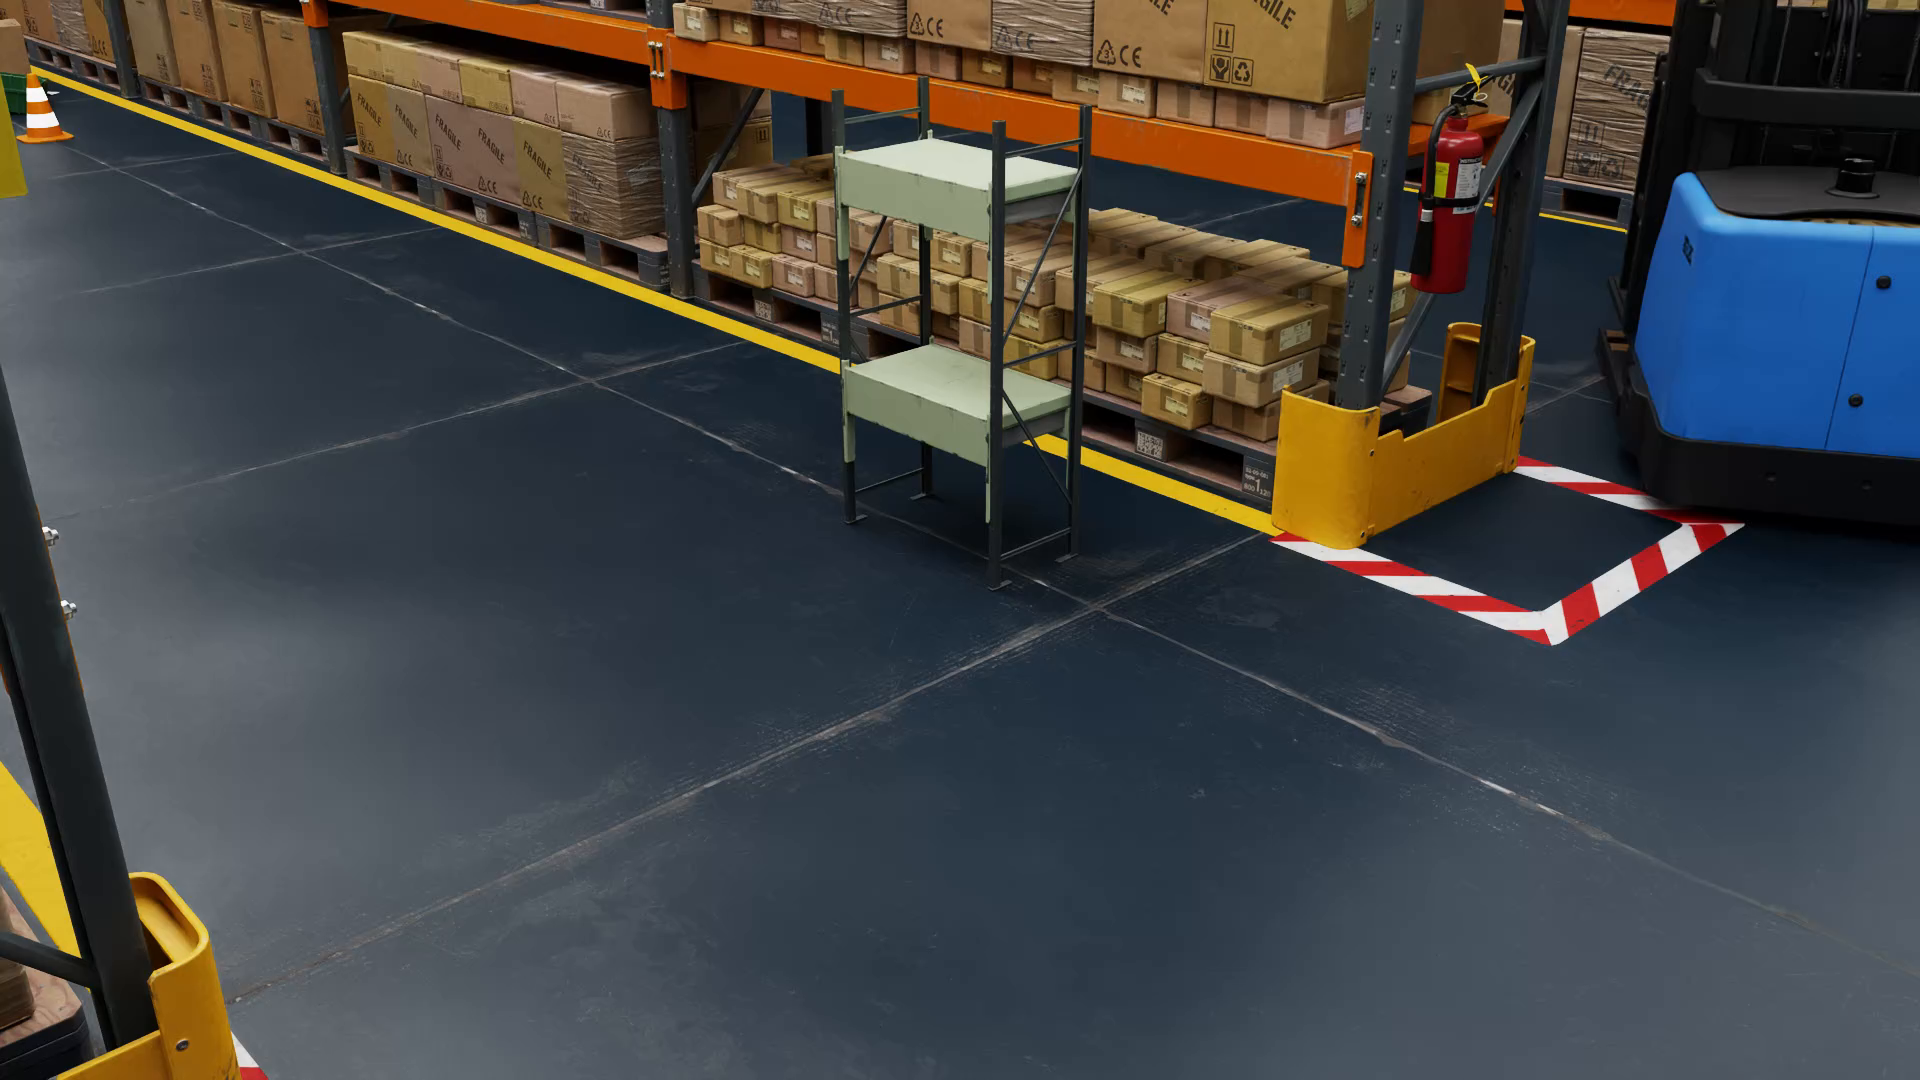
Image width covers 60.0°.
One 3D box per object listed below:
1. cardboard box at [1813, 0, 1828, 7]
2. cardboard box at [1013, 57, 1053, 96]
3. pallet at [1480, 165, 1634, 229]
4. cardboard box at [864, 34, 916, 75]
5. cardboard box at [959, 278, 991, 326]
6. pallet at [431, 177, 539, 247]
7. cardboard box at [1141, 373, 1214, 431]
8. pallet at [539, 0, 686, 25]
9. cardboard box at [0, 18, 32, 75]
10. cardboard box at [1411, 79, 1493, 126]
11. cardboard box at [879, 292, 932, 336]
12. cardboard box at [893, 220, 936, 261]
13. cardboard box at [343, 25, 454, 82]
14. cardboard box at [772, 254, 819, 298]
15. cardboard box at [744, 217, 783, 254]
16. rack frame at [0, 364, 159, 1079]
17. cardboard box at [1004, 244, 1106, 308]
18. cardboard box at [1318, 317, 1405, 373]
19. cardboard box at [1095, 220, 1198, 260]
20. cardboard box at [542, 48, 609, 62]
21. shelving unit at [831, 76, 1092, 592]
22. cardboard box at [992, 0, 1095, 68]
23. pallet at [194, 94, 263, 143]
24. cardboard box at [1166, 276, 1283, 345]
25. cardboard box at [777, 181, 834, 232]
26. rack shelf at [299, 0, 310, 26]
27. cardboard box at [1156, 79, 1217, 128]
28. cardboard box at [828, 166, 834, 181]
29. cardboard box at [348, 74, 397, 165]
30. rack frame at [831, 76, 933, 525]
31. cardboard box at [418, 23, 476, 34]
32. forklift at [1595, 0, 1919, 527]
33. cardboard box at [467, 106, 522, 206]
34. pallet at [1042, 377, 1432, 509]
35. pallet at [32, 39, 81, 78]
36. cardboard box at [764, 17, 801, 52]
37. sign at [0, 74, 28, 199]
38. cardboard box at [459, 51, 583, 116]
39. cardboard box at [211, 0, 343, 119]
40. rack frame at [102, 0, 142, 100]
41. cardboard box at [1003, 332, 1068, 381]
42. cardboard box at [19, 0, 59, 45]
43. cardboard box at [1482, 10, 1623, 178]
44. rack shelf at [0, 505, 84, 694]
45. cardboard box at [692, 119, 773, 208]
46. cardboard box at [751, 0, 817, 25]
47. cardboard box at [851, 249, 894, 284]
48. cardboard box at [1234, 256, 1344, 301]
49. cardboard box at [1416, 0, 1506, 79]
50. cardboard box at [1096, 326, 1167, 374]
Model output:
[{"bbox_3d":[4.695,-2.869,8.727,0.380,0.149,0.250,-21,32,-38],"label":"cardboard box"},{"bbox_3d":[0.422,-1.834,6.458,0.250,0.149,0.380,22,33,40],"label":"cardboard box"},{"bbox_3d":[3.924,-2.211,10.343,1.003,0.211,1.213,-21,32,-38],"label":"pallet"},{"bbox_3d":[-0.176,-2.048,6.927,0.380,0.149,0.250,-20,31,-36],"label":"cardboard box"},{"bbox_3d":[0.217,-1.015,6.932,0.380,0.149,0.250,-19,31,-36],"label":"cardboard box"},{"bbox_3d":[-2.438,-2.062,10.017,1.003,0.211,1.213,-21,32,-38],"label":"pallet"},{"bbox_3d":[0.906,-0.558,6.287,0.380,0.149,0.250,-20,31,-37],"label":"cardboard box"},{"bbox_3d":[-1.483,-2.911,8.749,1.003,0.211,1.213,-21,32,-38],"label":"pallet"},{"bbox_3d":[-8.344,-4.193,14.335,0.500,0.500,0.500,-15,29,-30],"label":"cardboard box"},{"bbox_3d":[1.685,-1.591,5.926,0.380,0.149,0.250,-22,32,-39],"label":"cardboard box"},{"bbox_3d":[-0.136,-1.037,7.338,0.380,0.149,0.250,-22,33,-40],"label":"cardboard box"},{"bbox_3d":[-0.073,-1.333,7.269,0.250,0.149,0.380,22,33,40],"label":"cardboard box"},{"bbox_3d":[-3.506,-3.055,10.435,0.500,0.250,0.500,22,32,39],"label":"cardboard box"},{"bbox_3d":[-0.662,-1.277,7.865,0.380,0.149,0.250,-21,32,-39],"label":"cardboard box"},{"bbox_3d":[-0.814,-1.503,8.002,0.380,0.149,0.250,-21,32,-38],"label":"cardboard box"},{"bbox_3d":[-1.879,-0.078,2.307,0.949,2.616,0.053,-21,32,-38],"label":"rack frame"},{"bbox_3d":[0.366,-1.064,6.681,0.380,0.149,0.250,-20,31,-37],"label":"cardboard box"},{"bbox_3d":[1.497,-0.775,6.405,0.380,0.149,0.250,-20,31,-36],"label":"cardboard box"},{"bbox_3d":[0.790,-1.234,7.054,0.380,0.149,0.250,-20,31,-37],"label":"cardboard box"},{"bbox_3d":[-2.090,-2.736,9.736,0.500,0.250,0.500,-20,31,-37],"label":"cardboard box"},{"bbox_3d":[-0.005,-0.684,5.443,0.431,1.500,0.755,-21,32,-38],"label":"shelving unit"},{"bbox_3d":[0.471,-2.066,6.187,0.500,0.500,0.500,-21,32,-38],"label":"cardboard box"},{"bbox_3d":[-5.114,-3.299,12.727,1.003,0.211,1.213,-21,32,-38],"label":"pallet"},{"bbox_3d":[0.991,-0.860,6.232,0.380,0.149,0.250,-20,32,-37],"label":"cardboard box"},{"bbox_3d":[-0.628,-1.565,7.778,0.380,0.149,0.250,-22,32,-39],"label":"cardboard box"},{"bbox_3d":[-5.167,-4.216,12.245,1.077,0.370,4.000,-21,32,-38],"label":"rack shelf"},{"bbox_3d":[0.913,-1.576,5.893,0.380,0.149,0.250,-22,32,-39],"label":"cardboard box"},{"bbox_3d":[-0.430,-1.790,8.273,0.380,0.149,0.250,-21,32,-38],"label":"cardboard box"},{"bbox_3d":[-3.503,-2.705,10.571,0.500,0.500,0.500,22,33,40],"label":"cardboard box"},{"bbox_3d":[-0.255,-0.795,5.686,0.400,1.500,0.023,-21,32,-38],"label":"rack frame"},{"bbox_3d":[-3.142,-3.200,10.752,0.500,0.250,0.500,-22,33,-40],"label":"cardboard box"},{"bbox_3d":[3.329,-1.956,6.507,1.130,2.935,3.031,6,25,13],"label":"forklift"},{"bbox_3d":[-2.454,-2.245,9.562,0.500,0.500,0.500,-22,33,-40],"label":"cardboard box"},{"bbox_3d":[1.086,-0.525,6.646,1.003,0.211,1.213,-21,32,-38],"label":"pallet"},{"bbox_3d":[-7.835,-4.503,15.367,1.003,0.211,1.213,-21,32,-38],"label":"pallet"},{"bbox_3d":[-0.660,-2.310,7.502,0.250,0.149,0.380,22,33,39],"label":"cardboard box"},{"bbox_3d":[-1.467,-0.665,2.455,0.100,0.325,0.005,-21,32,-38],"label":"sign"},{"bbox_3d":[-2.473,-2.590,9.417,0.500,0.250,0.500,22,33,39],"label":"cardboard box"},{"bbox_3d":[-4.751,-3.579,12.186,1.050,0.750,0.750,-21,32,-38],"label":"cardboard box"},{"bbox_3d":[-6.534,-5.150,13.424,1.000,3.000,0.127,-21,32,-38],"label":"rack frame"},{"bbox_3d":[0.390,-0.793,6.802,0.250,0.149,0.380,22,33,39],"label":"cardboard box"},{"bbox_3d":[-8.154,-5.133,15.442,0.875,0.875,0.875,-22,32,-39],"label":"cardboard box"},{"bbox_3d":[3.631,-2.831,10.396,0.875,0.875,0.875,-21,32,-38],"label":"cardboard box"},{"bbox_3d":[-3.244,-0.358,3.787,1.077,0.370,4.000,-21,32,-38],"label":"rack shelf"},{"bbox_3d":[-1.378,-2.079,9.199,0.500,0.500,0.500,-20,31,-37],"label":"cardboard box"},{"bbox_3d":[-0.568,-2.537,7.219,0.500,0.500,0.500,-21,32,-38],"label":"cardboard box"},{"bbox_3d":[-0.268,-1.267,7.484,0.380,0.149,0.250,-19,31,-36],"label":"cardboard box"},{"bbox_3d":[1.281,-0.983,6.503,0.380,0.149,0.250,-21,32,-38],"label":"cardboard box"},{"bbox_3d":[1.562,-1.909,5.842,0.500,0.500,0.500,-19,31,-36],"label":"cardboard box"},{"bbox_3d":[0.742,-0.779,6.415,0.250,0.149,0.380,22,33,40],"label":"cardboard box"}]
